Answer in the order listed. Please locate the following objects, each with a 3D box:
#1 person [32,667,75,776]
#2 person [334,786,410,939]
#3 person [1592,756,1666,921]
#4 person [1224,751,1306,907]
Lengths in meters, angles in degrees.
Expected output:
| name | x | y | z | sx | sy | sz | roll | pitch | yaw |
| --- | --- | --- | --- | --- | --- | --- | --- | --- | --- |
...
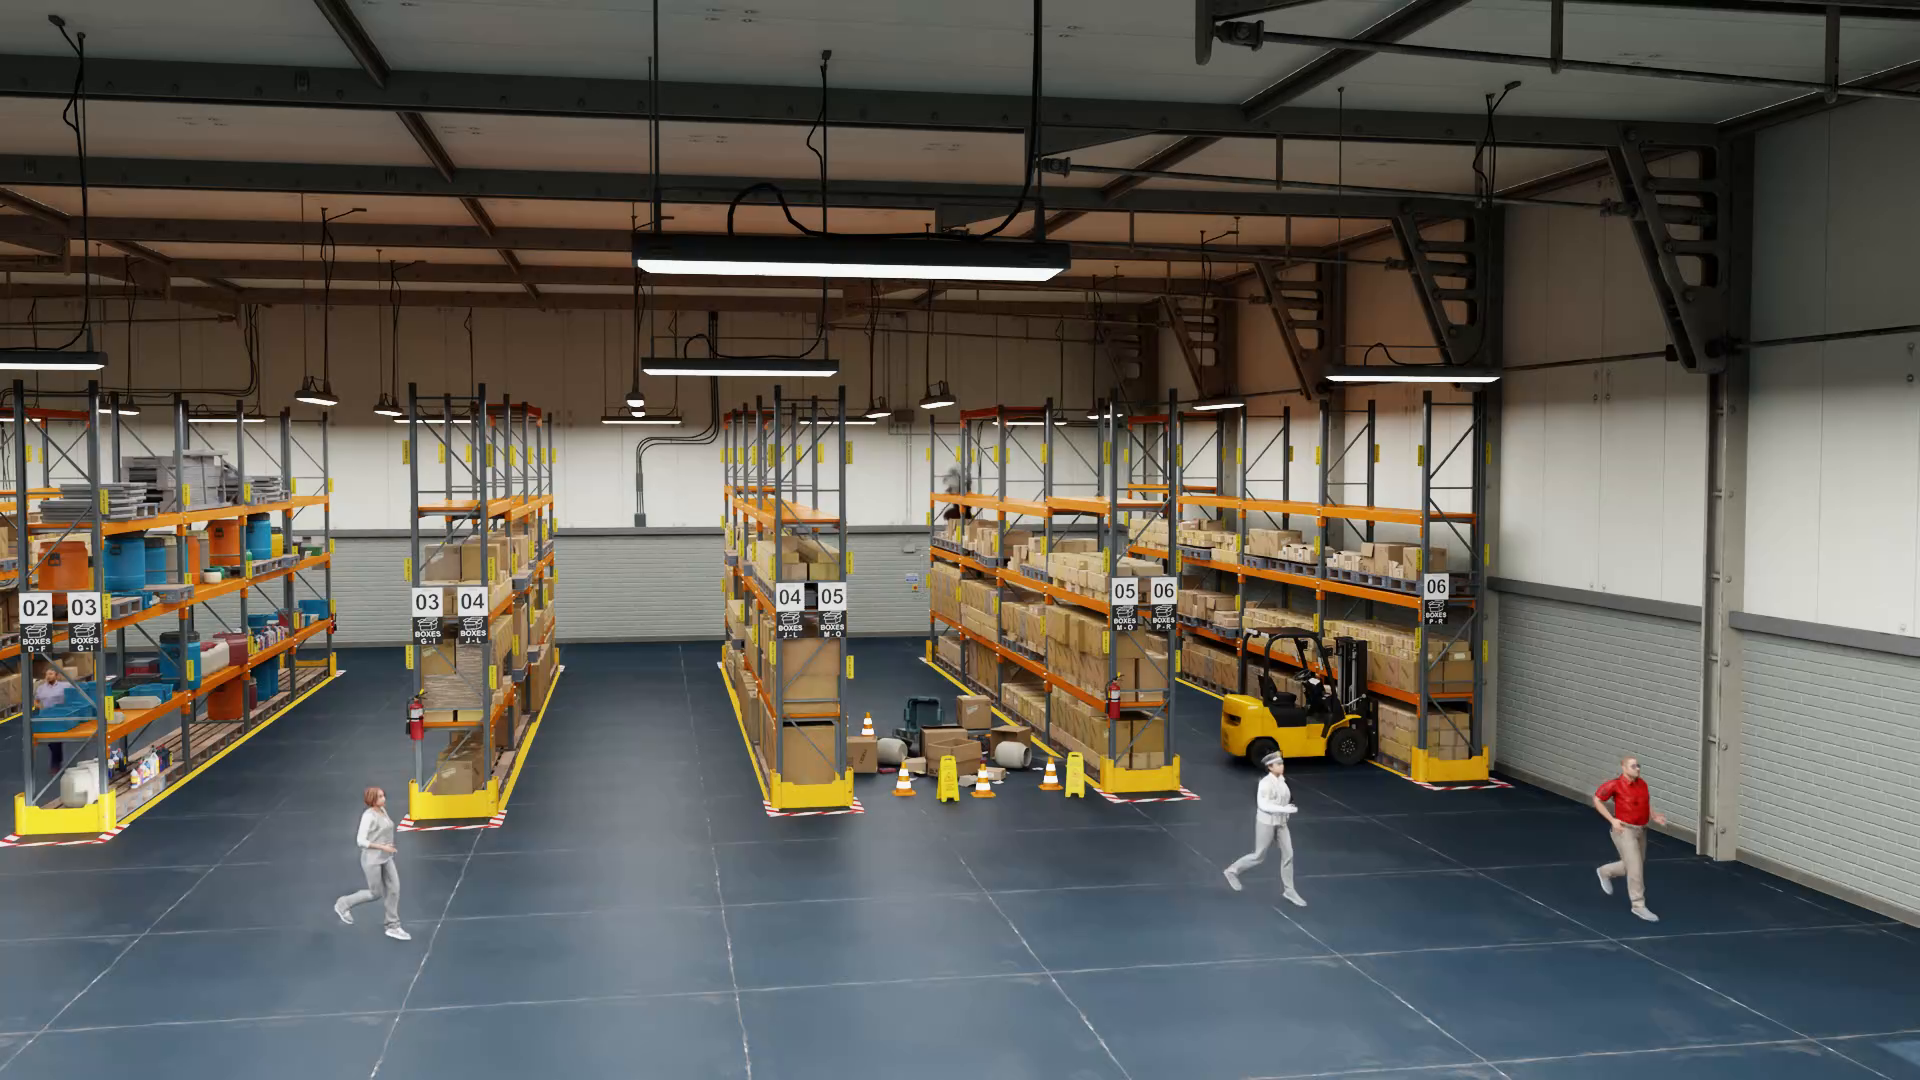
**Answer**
| name | x | y | z | sx | sy | sz | roll | pitch | yaw |
| --- | --- | --- | --- | --- | --- | --- | --- | --- | --- |
| person | -14.332 | 2.862 | 26.324 | 0.608 | 1.701 | 0.759 | 0 | 3 | -5 |
| person | -6.096 | 3.342 | 17.264 | 0.812 | 1.596 | 0.538 | 1 | 3 | 10 |
| person | 7.317 | 3.232 | 18.263 | 0.663 | 1.731 | 0.903 | -2 | 3 | -28 |
| person | 3.464 | 3.206 | 18.708 | 0.937 | 1.717 | 0.622 | 2 | 4 | 41 |
